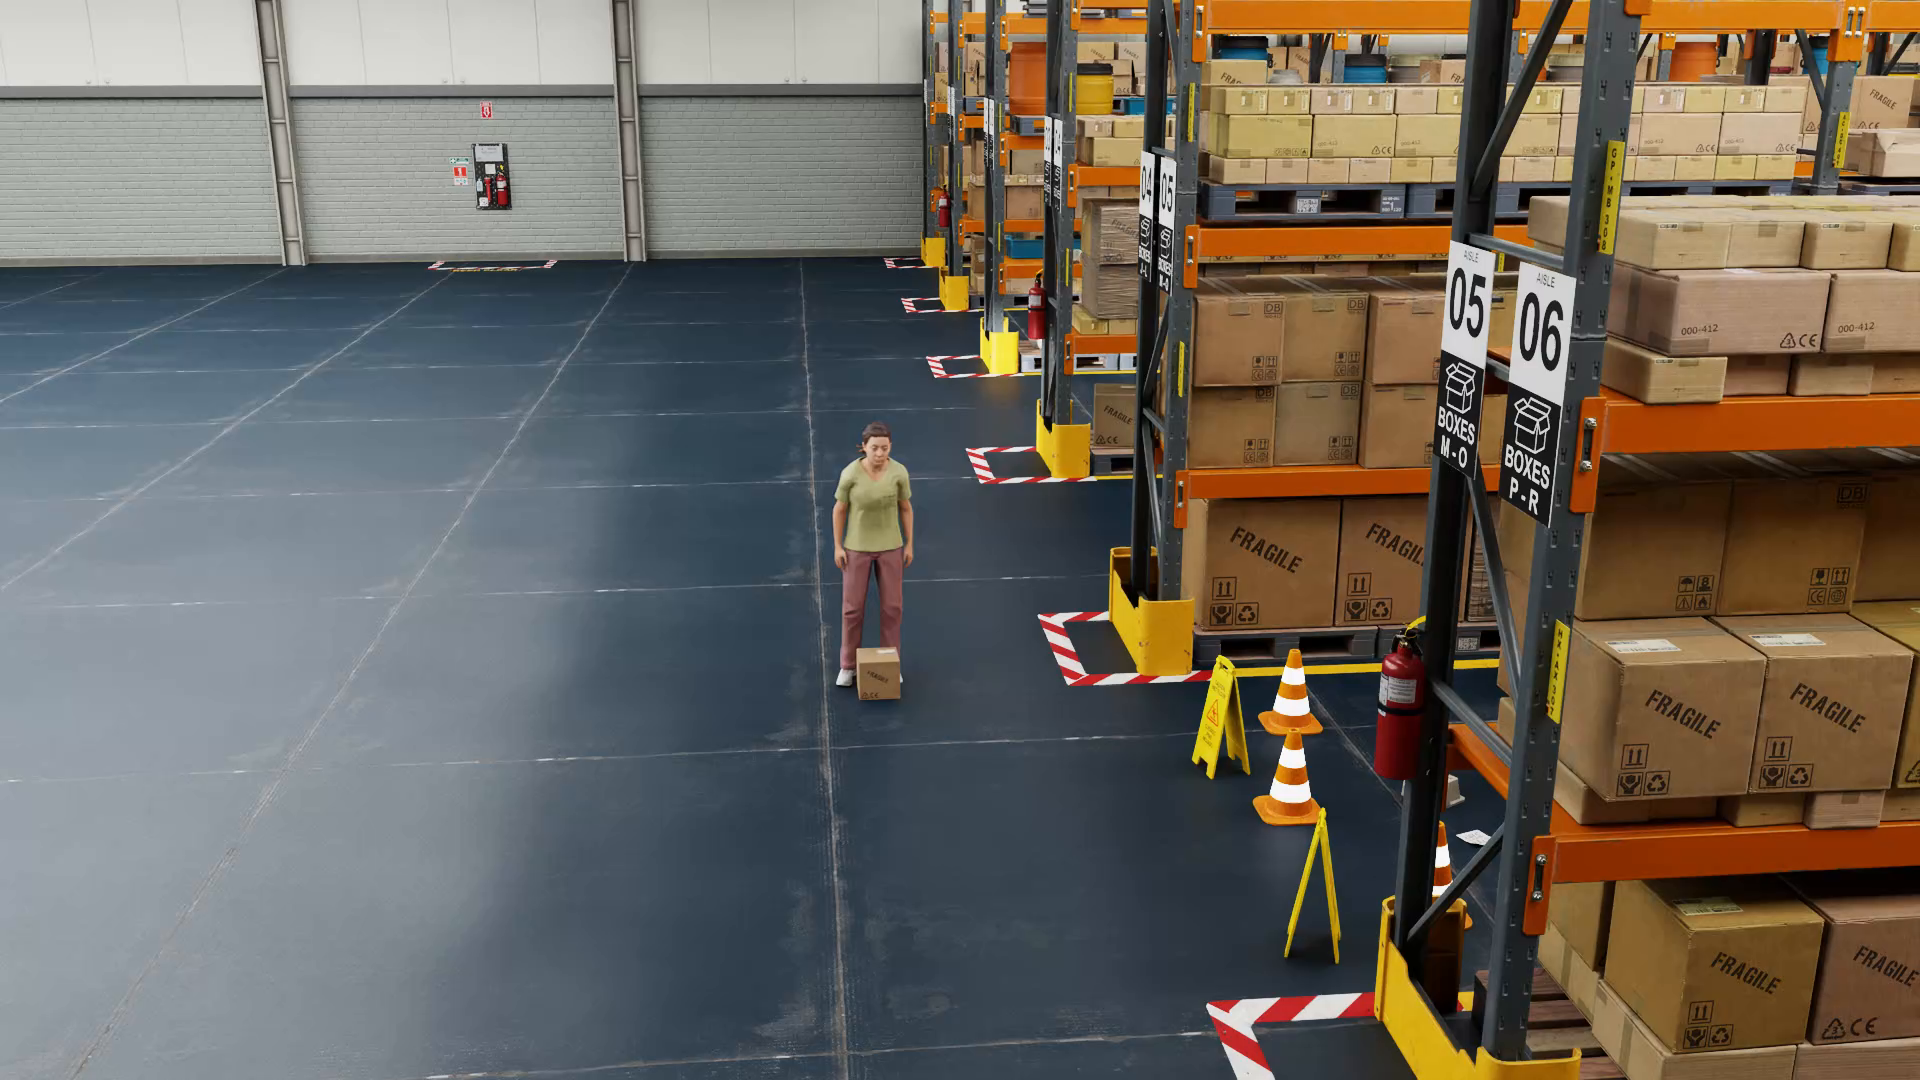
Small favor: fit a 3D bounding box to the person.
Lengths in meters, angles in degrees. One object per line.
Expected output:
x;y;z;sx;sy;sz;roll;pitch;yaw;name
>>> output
-0.535;0.075;10.317;0.516;1.671;0.366;-3;17;-9;person
